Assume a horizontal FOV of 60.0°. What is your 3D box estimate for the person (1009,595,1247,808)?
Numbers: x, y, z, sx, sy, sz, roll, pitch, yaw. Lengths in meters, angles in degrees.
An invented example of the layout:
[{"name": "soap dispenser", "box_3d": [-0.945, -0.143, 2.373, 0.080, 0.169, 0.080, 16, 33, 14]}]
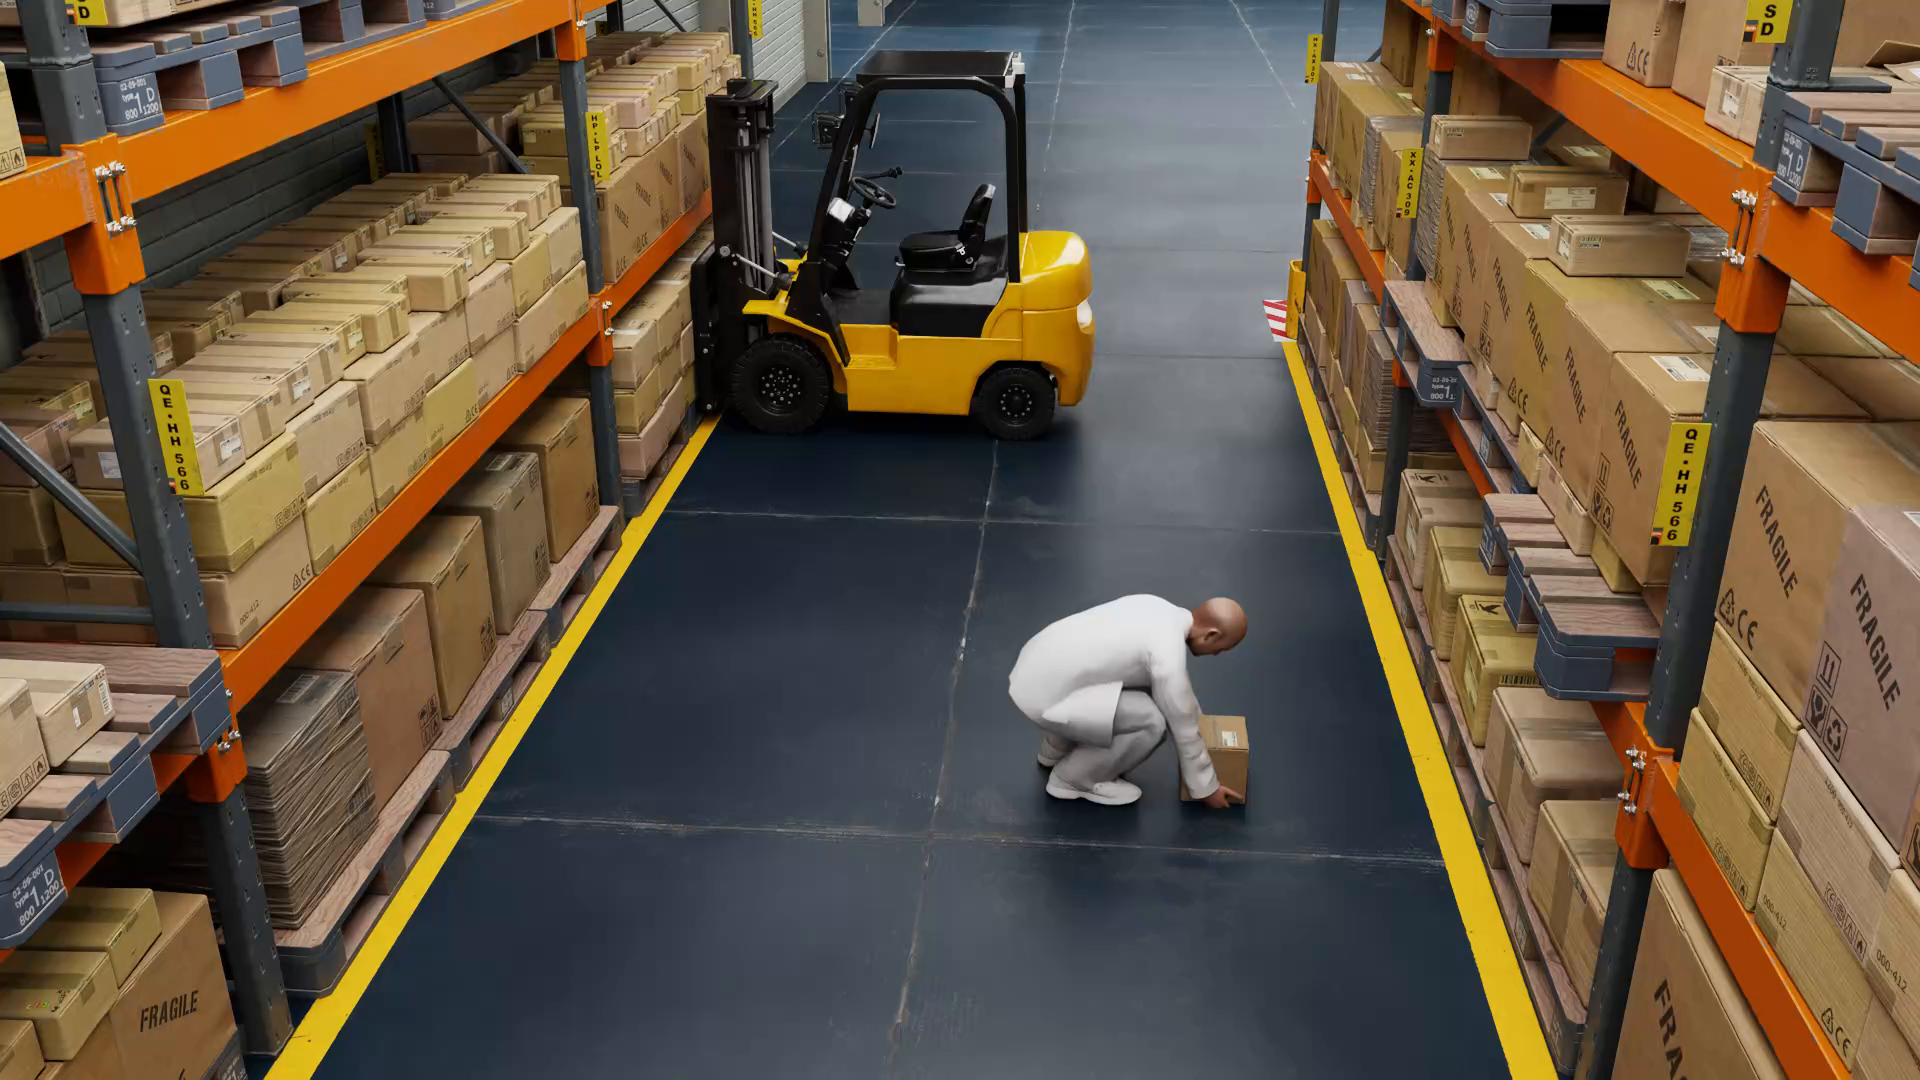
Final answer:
[{"name": "person", "box_3d": [0.651, 0.635, 6.494, 0.926, 0.873, 0.578, 1, 24, 3]}]
